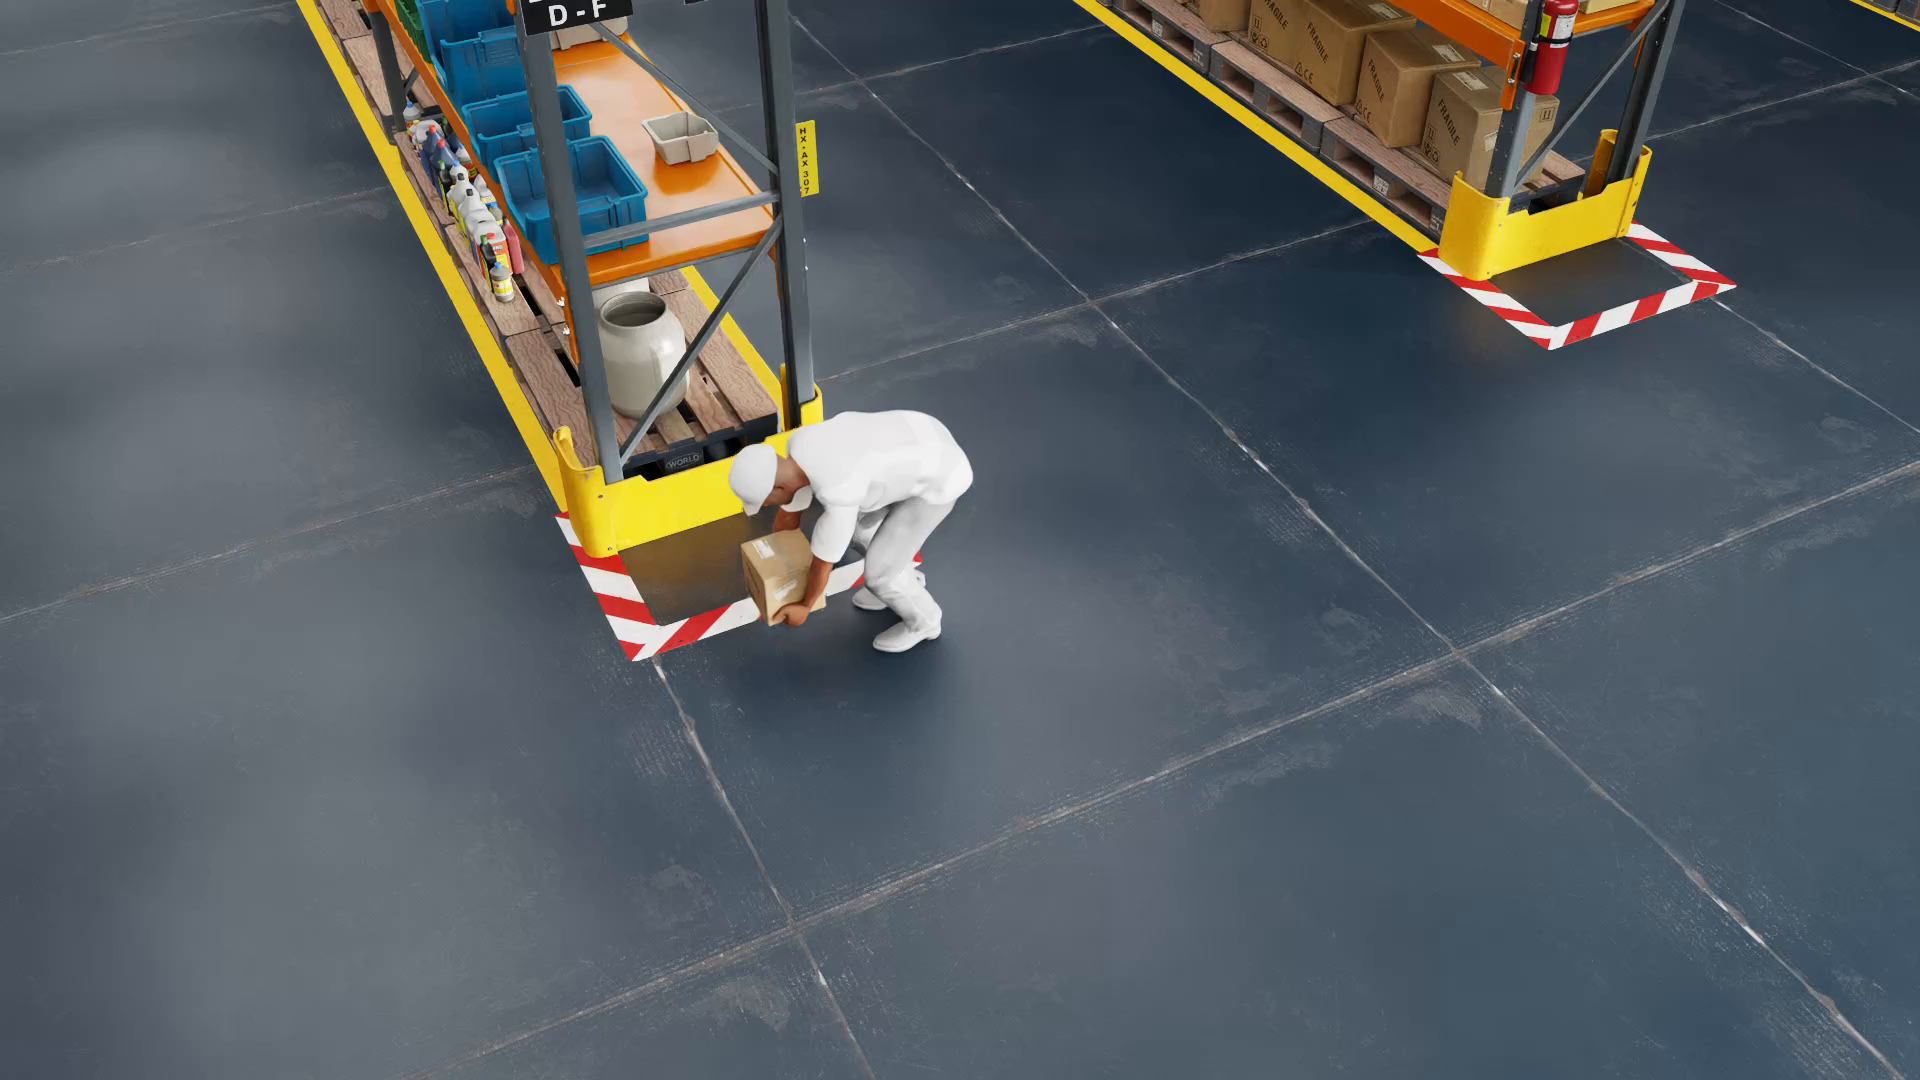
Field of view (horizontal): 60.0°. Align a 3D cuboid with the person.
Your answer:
[{"bbox_3d":[-0.428,-0.025,6.675,0.965,1.099,0.514,-16,43,-17],"label":"person"}]
